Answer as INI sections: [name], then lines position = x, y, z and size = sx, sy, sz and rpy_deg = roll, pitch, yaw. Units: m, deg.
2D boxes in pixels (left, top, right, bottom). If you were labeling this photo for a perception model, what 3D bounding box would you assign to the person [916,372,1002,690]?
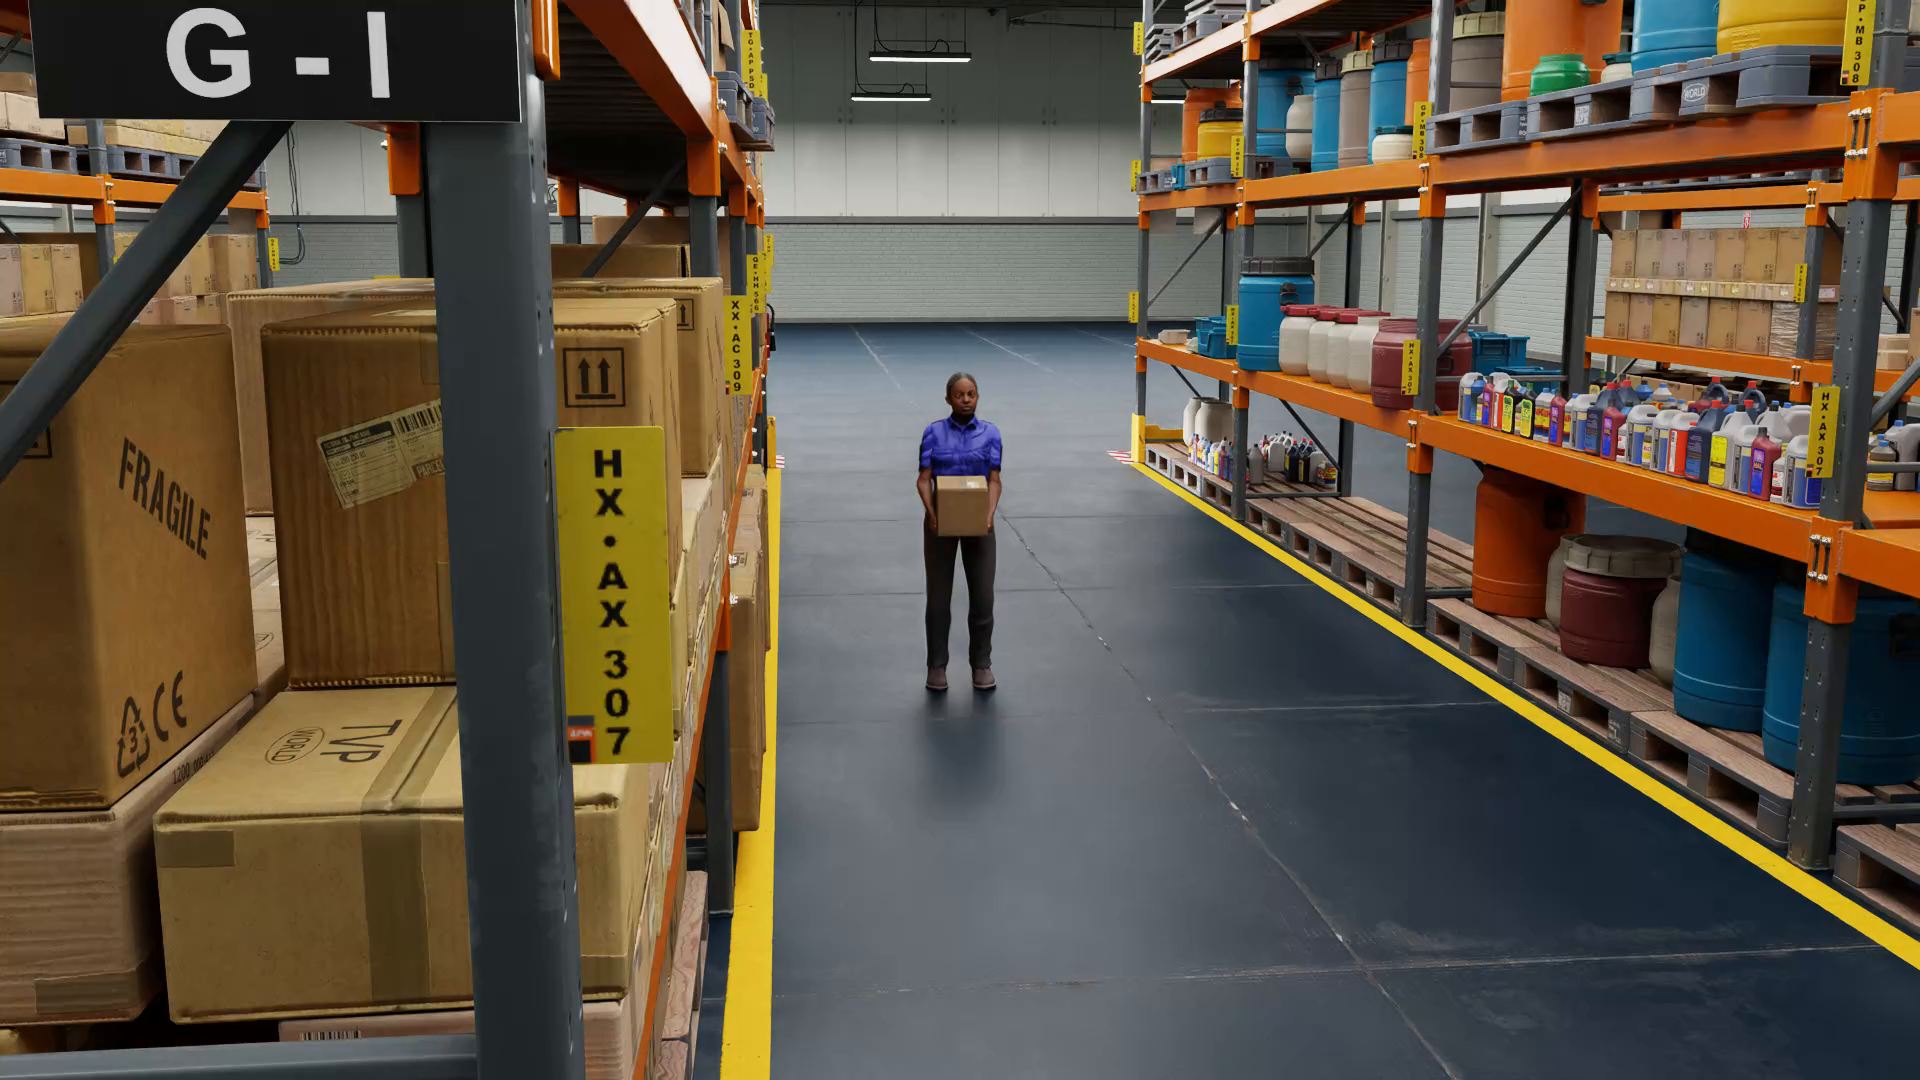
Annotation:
[person]
position = 0.000, -0.033, 8.638
size = 0.451, 1.650, 0.518
rpy_deg = 0, 10, -2
